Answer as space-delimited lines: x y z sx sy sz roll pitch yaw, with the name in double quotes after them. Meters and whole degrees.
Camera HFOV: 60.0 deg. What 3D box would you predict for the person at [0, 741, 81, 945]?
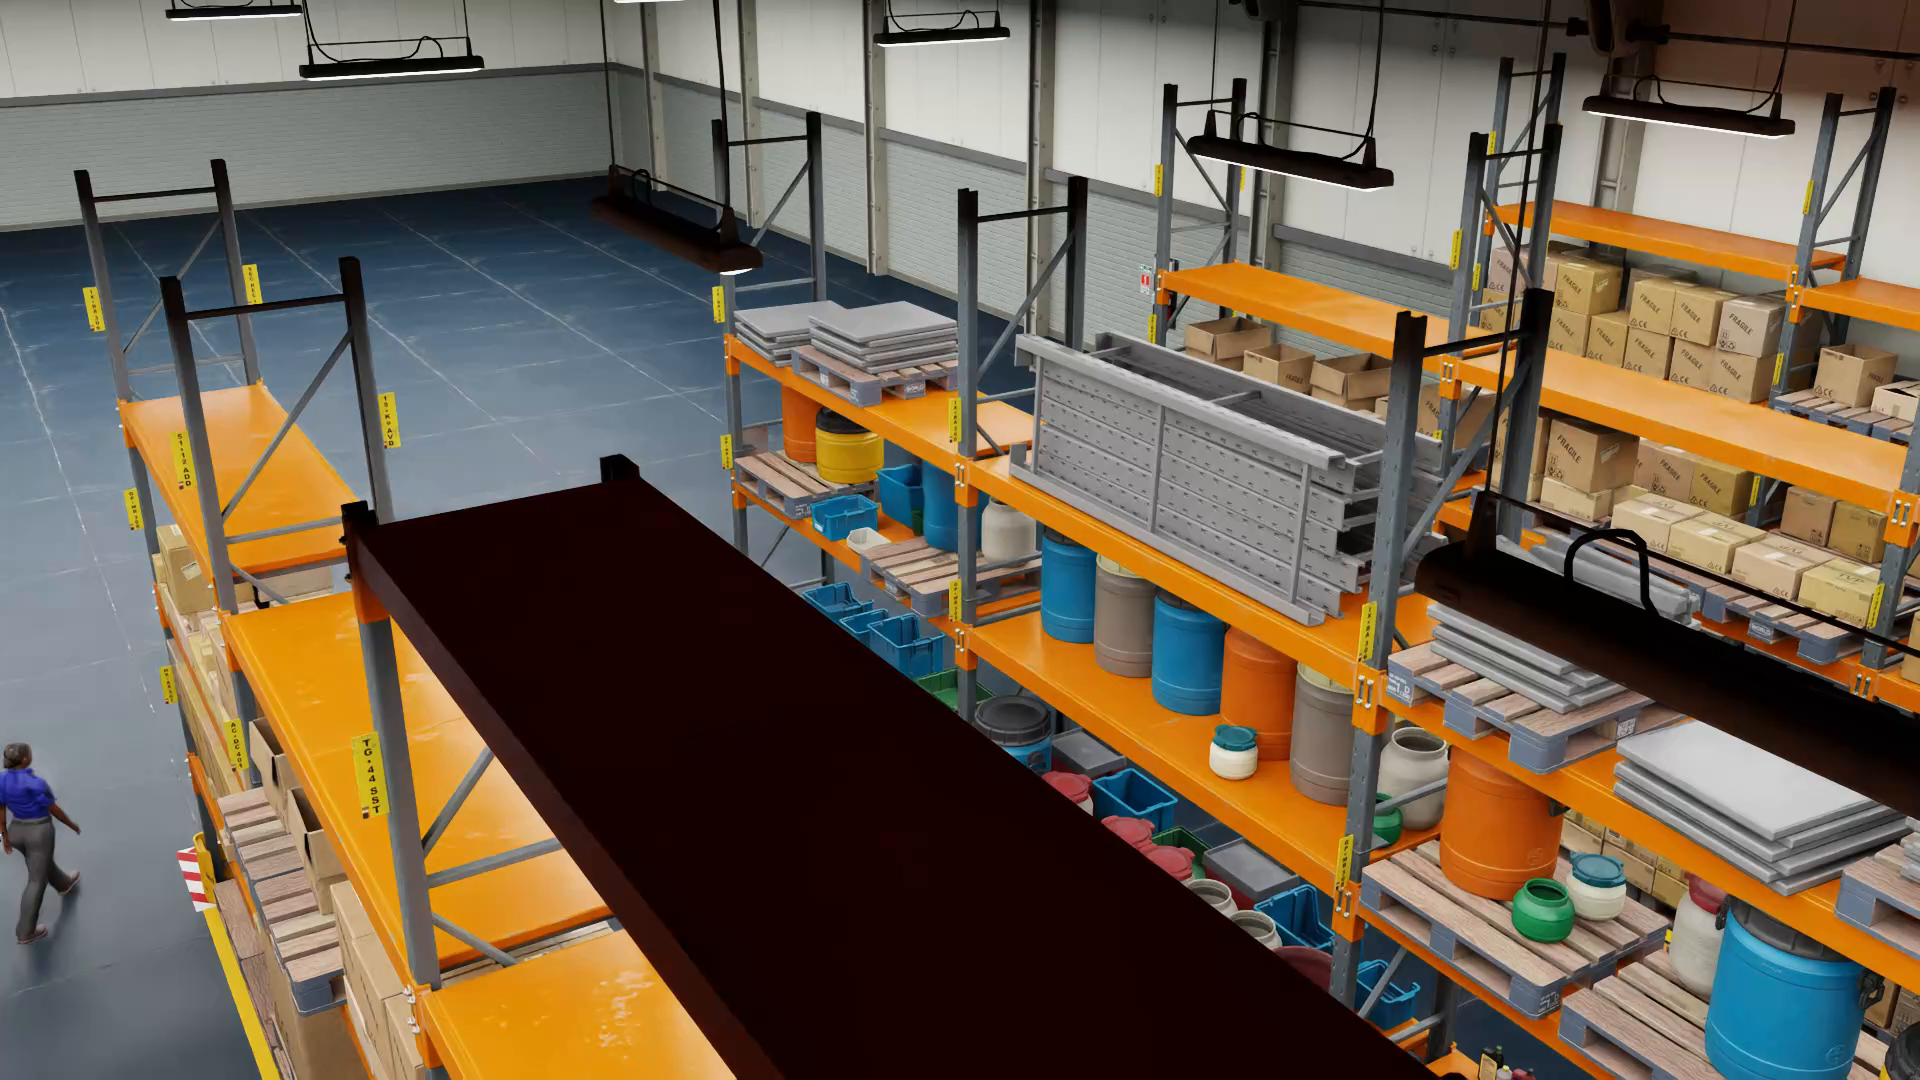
-7.425 2.325 13.376 0.502 1.591 1.022 4 22 9 "person"
